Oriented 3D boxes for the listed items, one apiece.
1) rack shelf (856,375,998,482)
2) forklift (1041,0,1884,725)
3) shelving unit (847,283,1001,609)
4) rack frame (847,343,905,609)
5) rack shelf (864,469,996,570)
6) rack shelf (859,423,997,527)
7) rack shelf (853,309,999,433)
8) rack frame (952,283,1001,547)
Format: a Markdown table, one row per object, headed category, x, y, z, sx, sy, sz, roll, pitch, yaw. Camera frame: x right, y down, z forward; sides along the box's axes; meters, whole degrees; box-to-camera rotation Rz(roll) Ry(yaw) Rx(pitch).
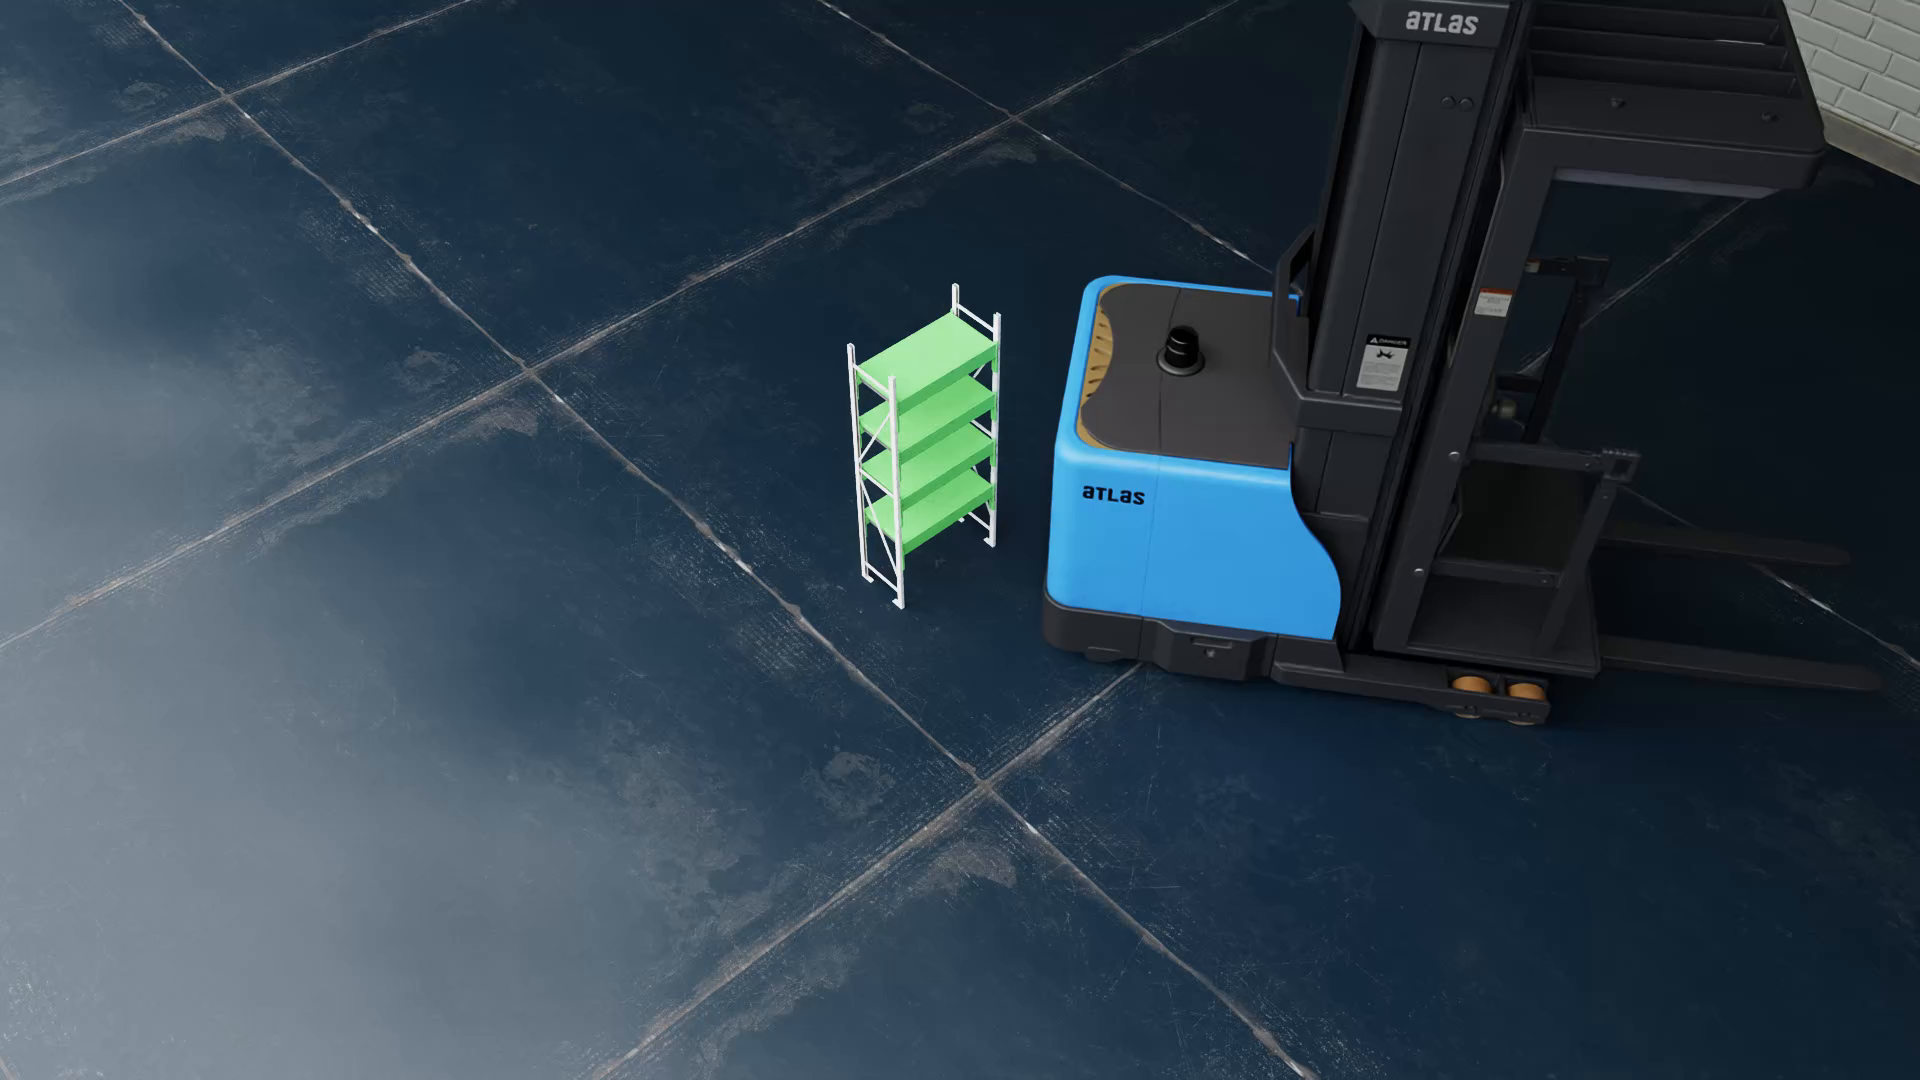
| category | x | y | z | sx | sy | sz | roll | pitch | yaw |
| --- | --- | --- | --- | --- | --- | --- | --- | --- | --- |
| rack shelf | -0.122 | -0.444 | 6.104 | 0.480 | 0.148 | 0.258 | -34 | 56 | -27 |
| forklift | 1.873 | -0.737 | 5.435 | 3.031 | 2.935 | 1.130 | 7 | 48 | 6 |
| shelving unit | -0.122 | -0.325 | 6.234 | 0.503 | 1.200 | 0.258 | -34 | 56 | -27 |
| rack frame | -0.303 | -0.204 | 6.122 | 0.015 | 1.200 | 0.240 | -34 | 56 | -27 |
| rack shelf | -0.122 | -0.119 | 6.457 | 0.480 | 0.148 | 0.258 | -34 | 56 | -27 |
| rack shelf | -0.122 | -0.282 | 6.280 | 0.480 | 0.148 | 0.258 | -34 | 56 | -27 |
| rack shelf | -0.122 | -0.607 | 5.928 | 0.480 | 0.148 | 0.258 | -34 | 56 | -27 |
| rack frame | 0.058 | -0.446 | 6.345 | 0.015 | 1.200 | 0.240 | -34 | 56 | -27 |
